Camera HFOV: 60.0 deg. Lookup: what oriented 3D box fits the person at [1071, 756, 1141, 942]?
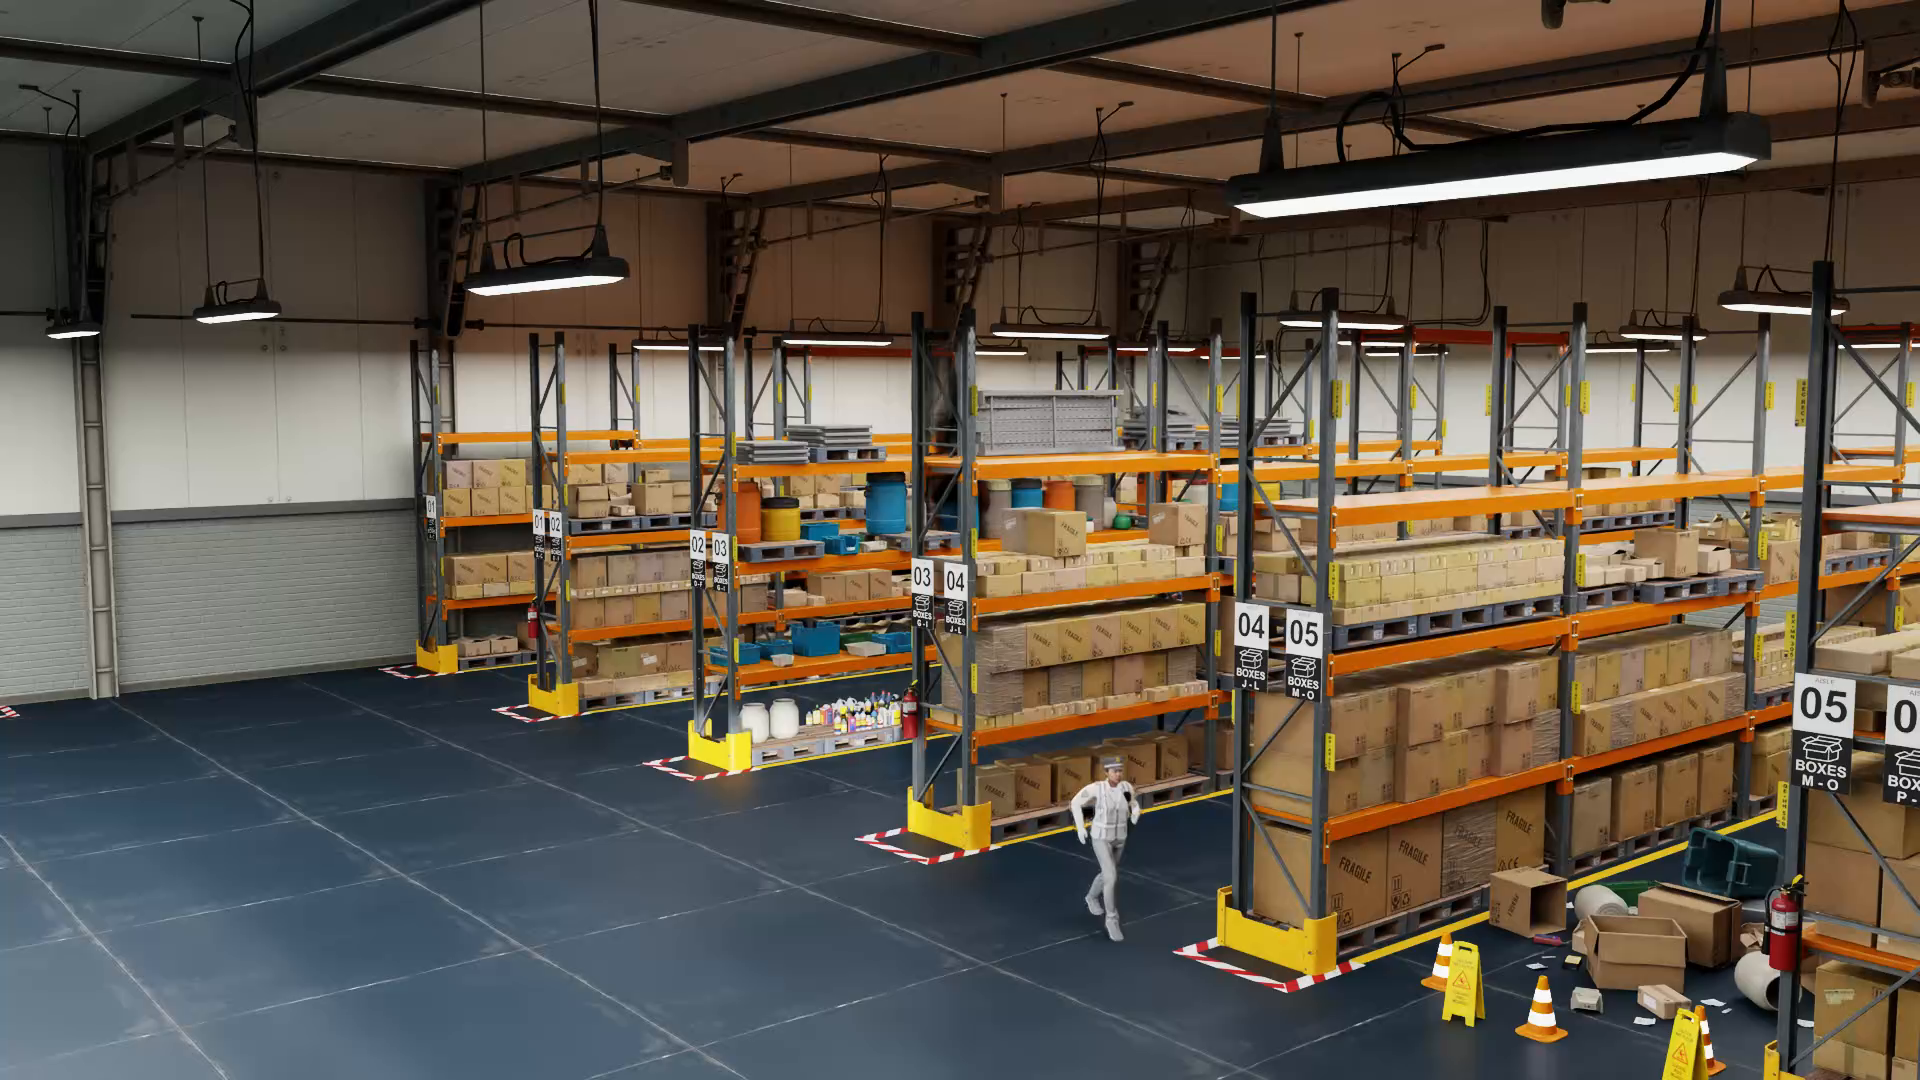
[{"bbox_3d":[1.410,2.874,15.854,0.643,1.728,0.851,-3,6,-25],"label":"person"}]
